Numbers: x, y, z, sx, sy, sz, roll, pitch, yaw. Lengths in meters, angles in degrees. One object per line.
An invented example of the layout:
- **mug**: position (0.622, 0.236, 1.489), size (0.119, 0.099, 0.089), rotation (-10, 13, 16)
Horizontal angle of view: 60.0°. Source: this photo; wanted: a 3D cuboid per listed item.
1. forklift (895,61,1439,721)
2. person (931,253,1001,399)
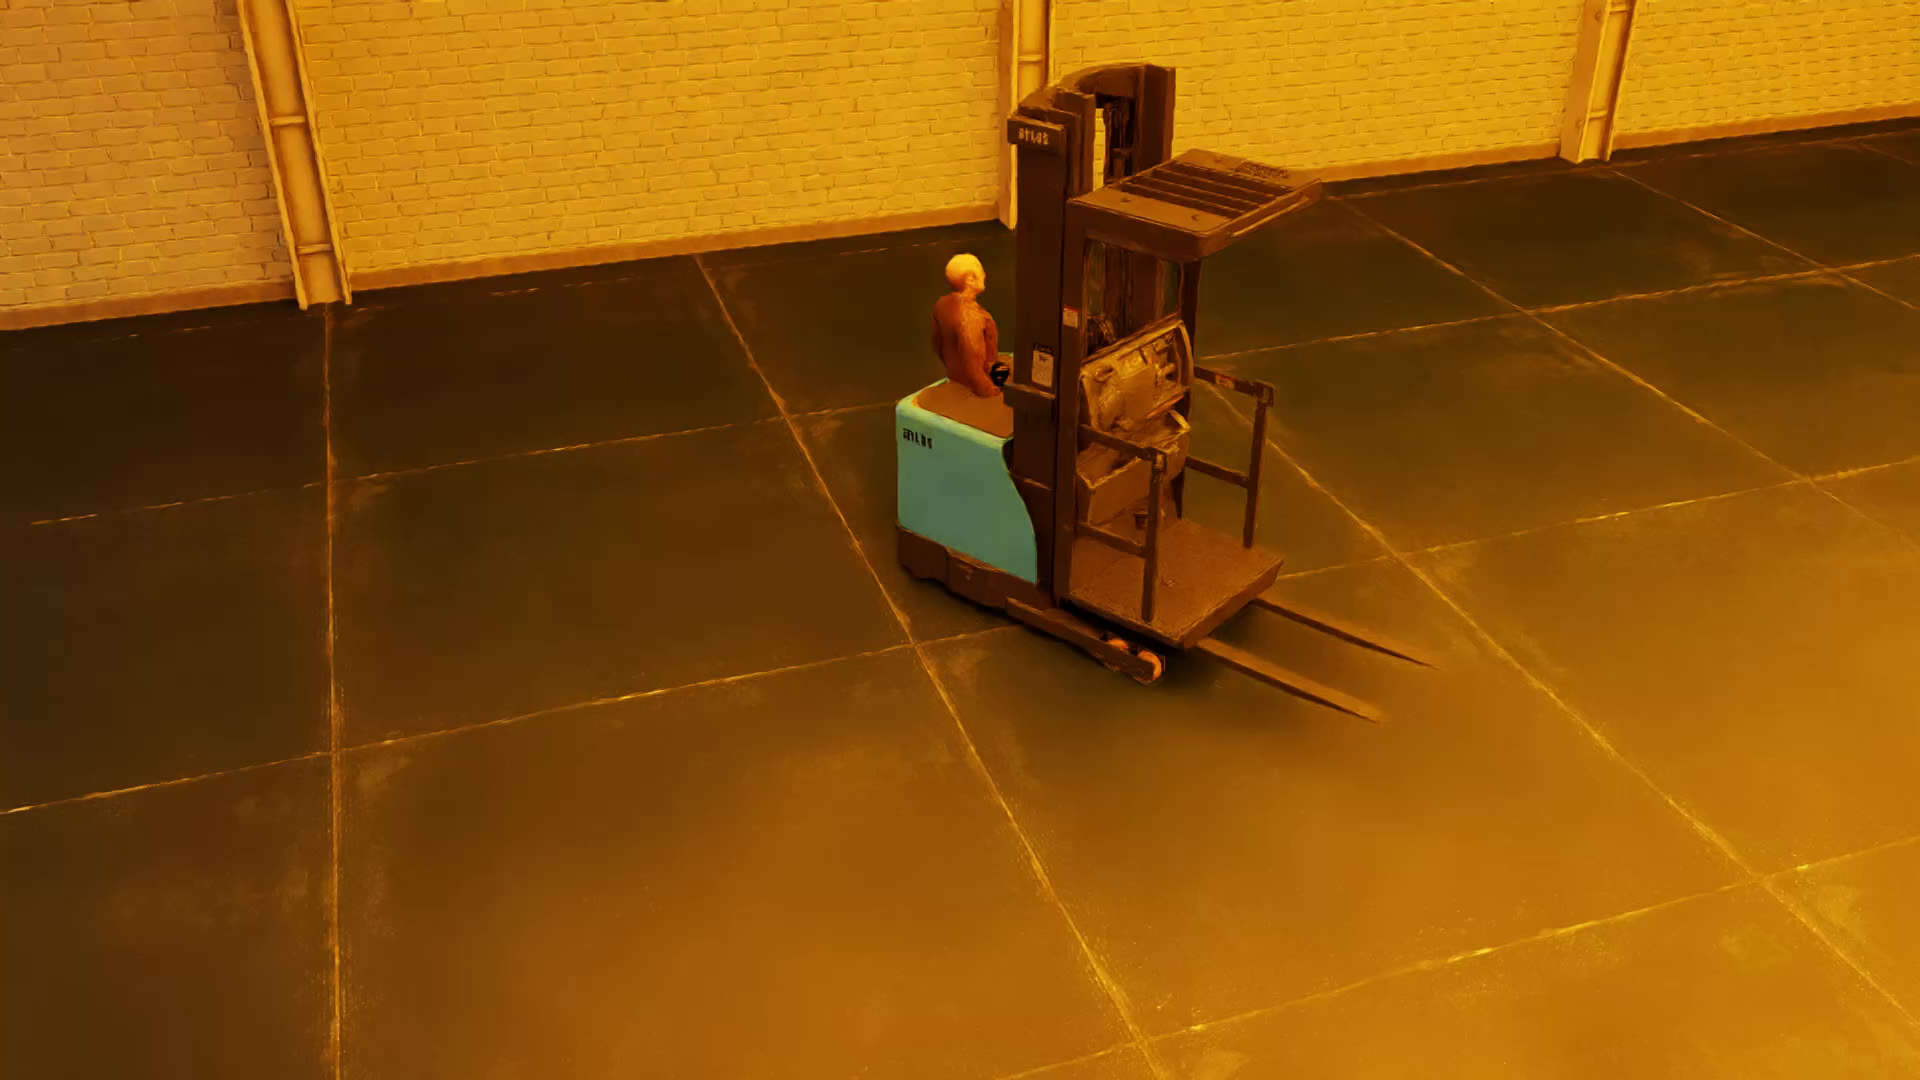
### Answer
- **forklift**: position (1.081, -0.818, 8.508), size (3.031, 2.935, 1.130), rotation (23, 37, 34)
- **person**: position (0.175, -0.814, 9.593), size (0.557, 1.757, 0.790), rotation (-10, 31, -17)
